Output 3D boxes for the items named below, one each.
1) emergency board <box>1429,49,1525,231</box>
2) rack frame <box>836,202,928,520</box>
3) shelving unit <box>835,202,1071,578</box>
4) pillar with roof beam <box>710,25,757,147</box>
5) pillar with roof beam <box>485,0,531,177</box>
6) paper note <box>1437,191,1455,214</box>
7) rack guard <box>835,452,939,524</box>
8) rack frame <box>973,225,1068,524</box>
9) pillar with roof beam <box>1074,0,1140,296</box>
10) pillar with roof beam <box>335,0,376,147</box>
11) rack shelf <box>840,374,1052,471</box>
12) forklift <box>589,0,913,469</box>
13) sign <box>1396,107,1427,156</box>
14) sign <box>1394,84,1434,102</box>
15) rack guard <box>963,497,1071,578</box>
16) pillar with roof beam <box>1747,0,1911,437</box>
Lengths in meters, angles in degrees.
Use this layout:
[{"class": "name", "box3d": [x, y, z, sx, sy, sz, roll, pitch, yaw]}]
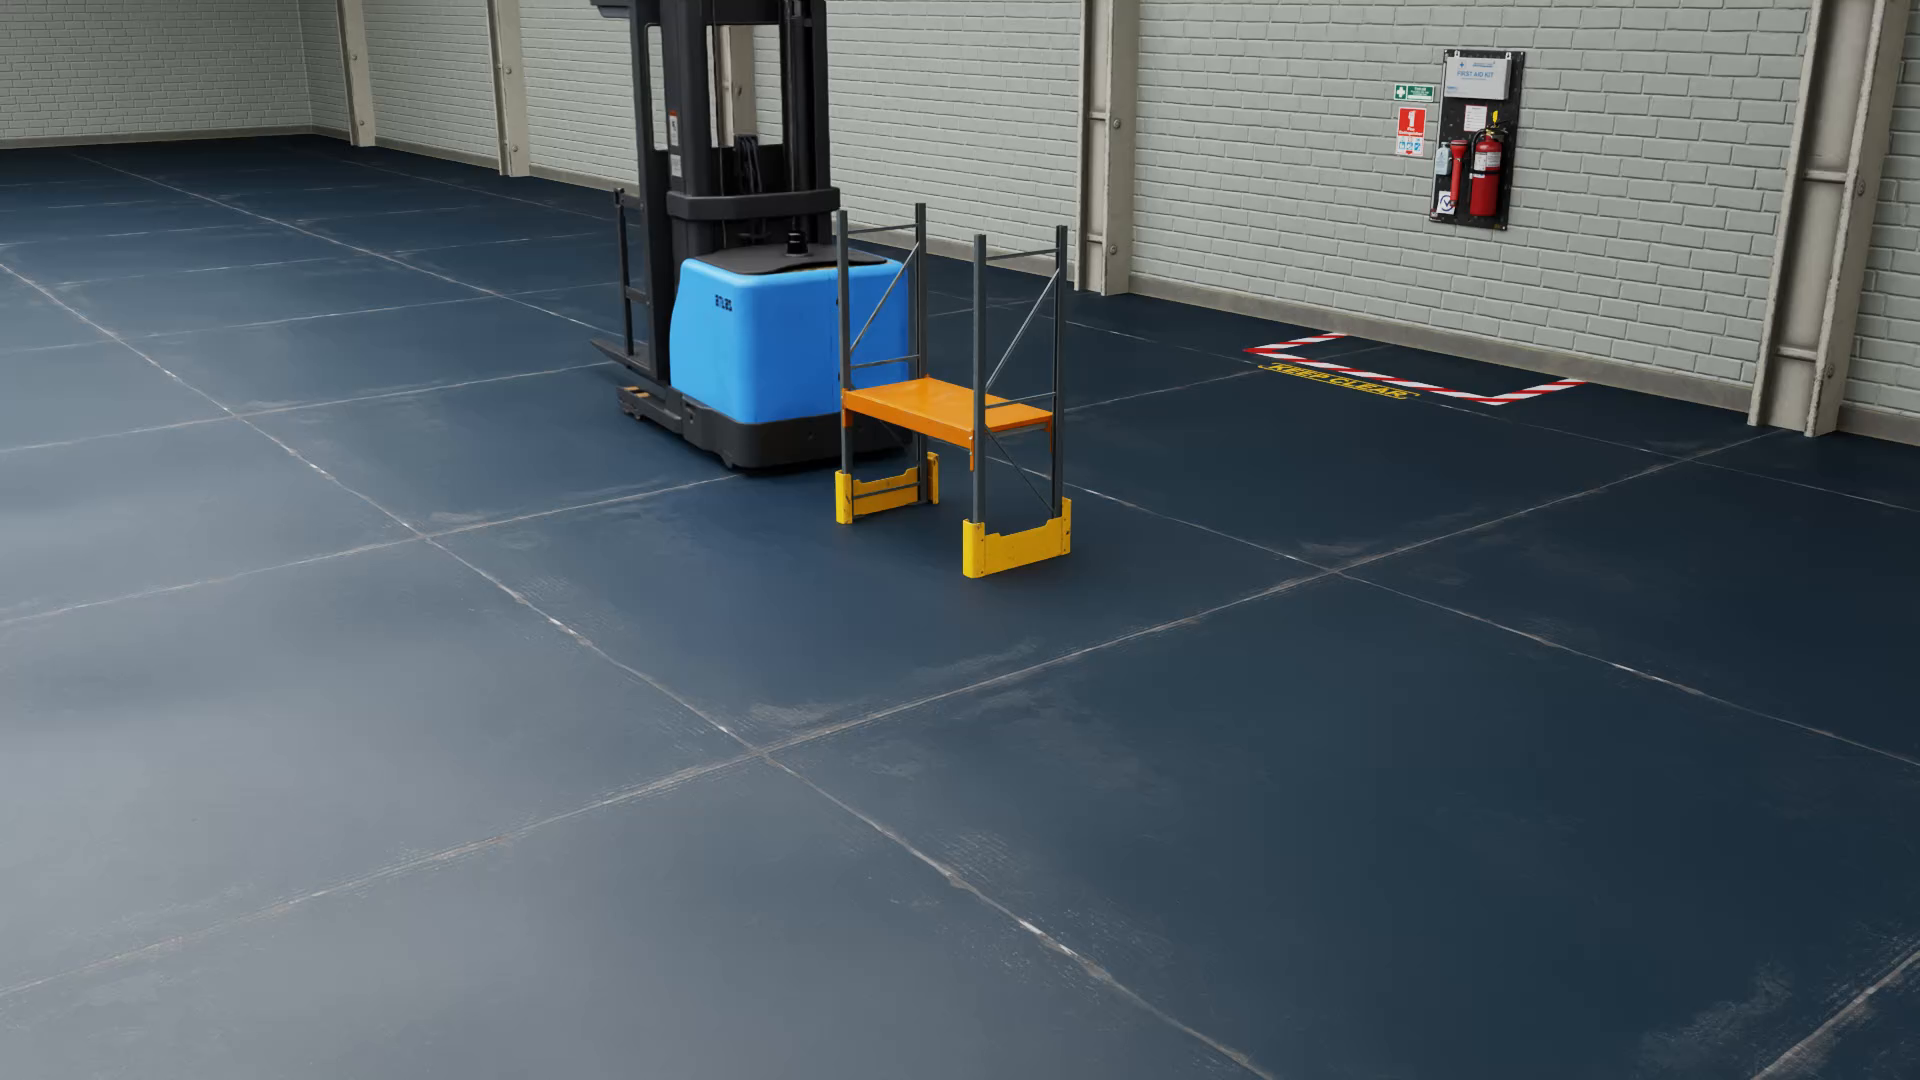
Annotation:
[{"class": "emergency board", "box3d": [3.450, -2.715, 11.291, 0.194, 1.169, 0.643, -14, 23, -36]}, {"class": "rack frame", "box3d": [-0.369, -0.858, 8.068, 0.500, 1.500, 0.032, -14, 23, -36]}, {"class": "shelving unit", "box3d": [-0.047, -0.731, 7.683, 0.587, 1.500, 1.083, -14, 23, -36]}, {"class": "pillar with roof beam", "box3d": [-5.871, -7.064, 14.879, 9.100, 9.000, 0.400, -14, 23, -36]}, {"class": "pillar with roof beam", "box3d": [-9.596, -8.542, 19.344, 9.100, 9.000, 0.400, -14, 23, -36]}, {"class": "paper note", "box3d": [3.394, -2.354, 11.602, 0.016, 0.148, 0.142, -14, 23, -36]}, {"class": "rack guard", "box3d": [-0.357, -0.260, 8.251, 0.587, 0.250, 0.087, -14, 23, -36]}, {"class": "rack frame", "box3d": [0.263, -0.608, 7.312, 0.500, 1.500, 0.032, -14, 23, -36]}, {"class": "pillar with roof beam", "box3d": [-2.145, -5.585, 10.414, 9.100, 9.000, 0.400, -14, 23, -36]}, {"class": "pillar with roof beam", "box3d": [-13.321, -10.021, 23.809, 9.100, 9.000, 0.400, -14, 23, -36]}, {"class": "rack shelf", "box3d": [-0.053, -0.562, 7.747, 0.538, 0.185, 1.000, -14, 23, -36]}, {"class": "forklift", "box3d": [-1.449, -2.183, 9.792, 1.130, 2.935, 3.031, -11, 21, -29]}, {"class": "sign", "box3d": [3.188, -2.889, 11.758, 0.001, 0.329, 0.234, -14, 23, -36]}, {"class": "sign", "box3d": [3.184, -3.137, 11.666, 0.001, 0.109, 0.331, -14, 23, -36]}, {"class": "rack guard", "box3d": [0.262, -0.015, 7.509, 0.587, 0.250, 0.087, -14, 23, -36]}, {"class": "pillar with roof beam", "box3d": [1.580, -4.107, 5.949, 9.100, 9.000, 0.400, -14, 23, -36]}]
